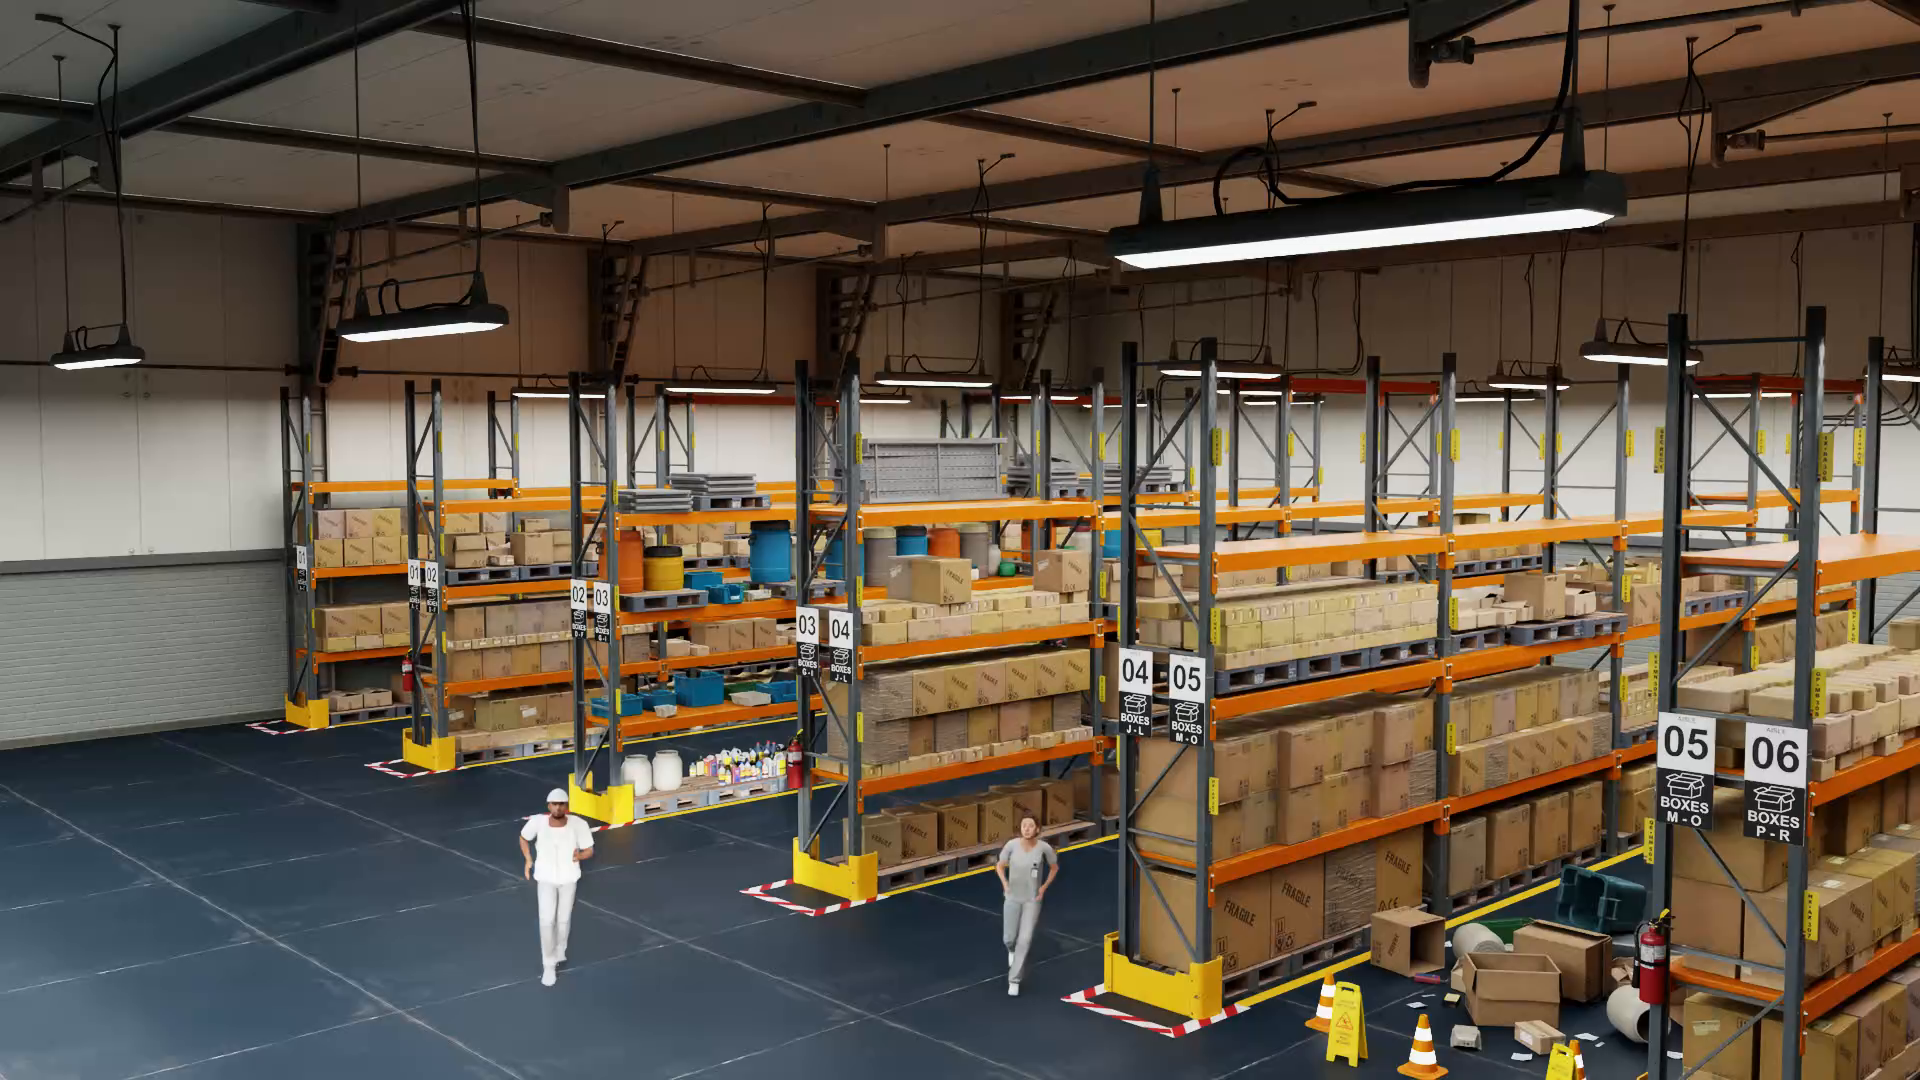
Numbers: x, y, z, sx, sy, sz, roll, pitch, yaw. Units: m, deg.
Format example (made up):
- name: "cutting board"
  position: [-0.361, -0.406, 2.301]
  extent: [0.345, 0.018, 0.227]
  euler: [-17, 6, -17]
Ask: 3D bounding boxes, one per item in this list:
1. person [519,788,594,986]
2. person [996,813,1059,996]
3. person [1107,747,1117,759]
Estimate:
- name: "person"
  position: [-3.835, 3.273, 15.871]
  extent: [0.674, 1.832, 0.785]
  euler: [-1, 4, -18]
- name: "person"
  position: [0.632, 3.358, 15.588]
  extent: [0.583, 1.648, 0.749]
  euler: [1, 4, 9]
- name: "person"
  position: [2.786, 2.575, 26.789]
  extent: [0.667, 1.814, 1.176]
  euler: [2, 4, 33]
